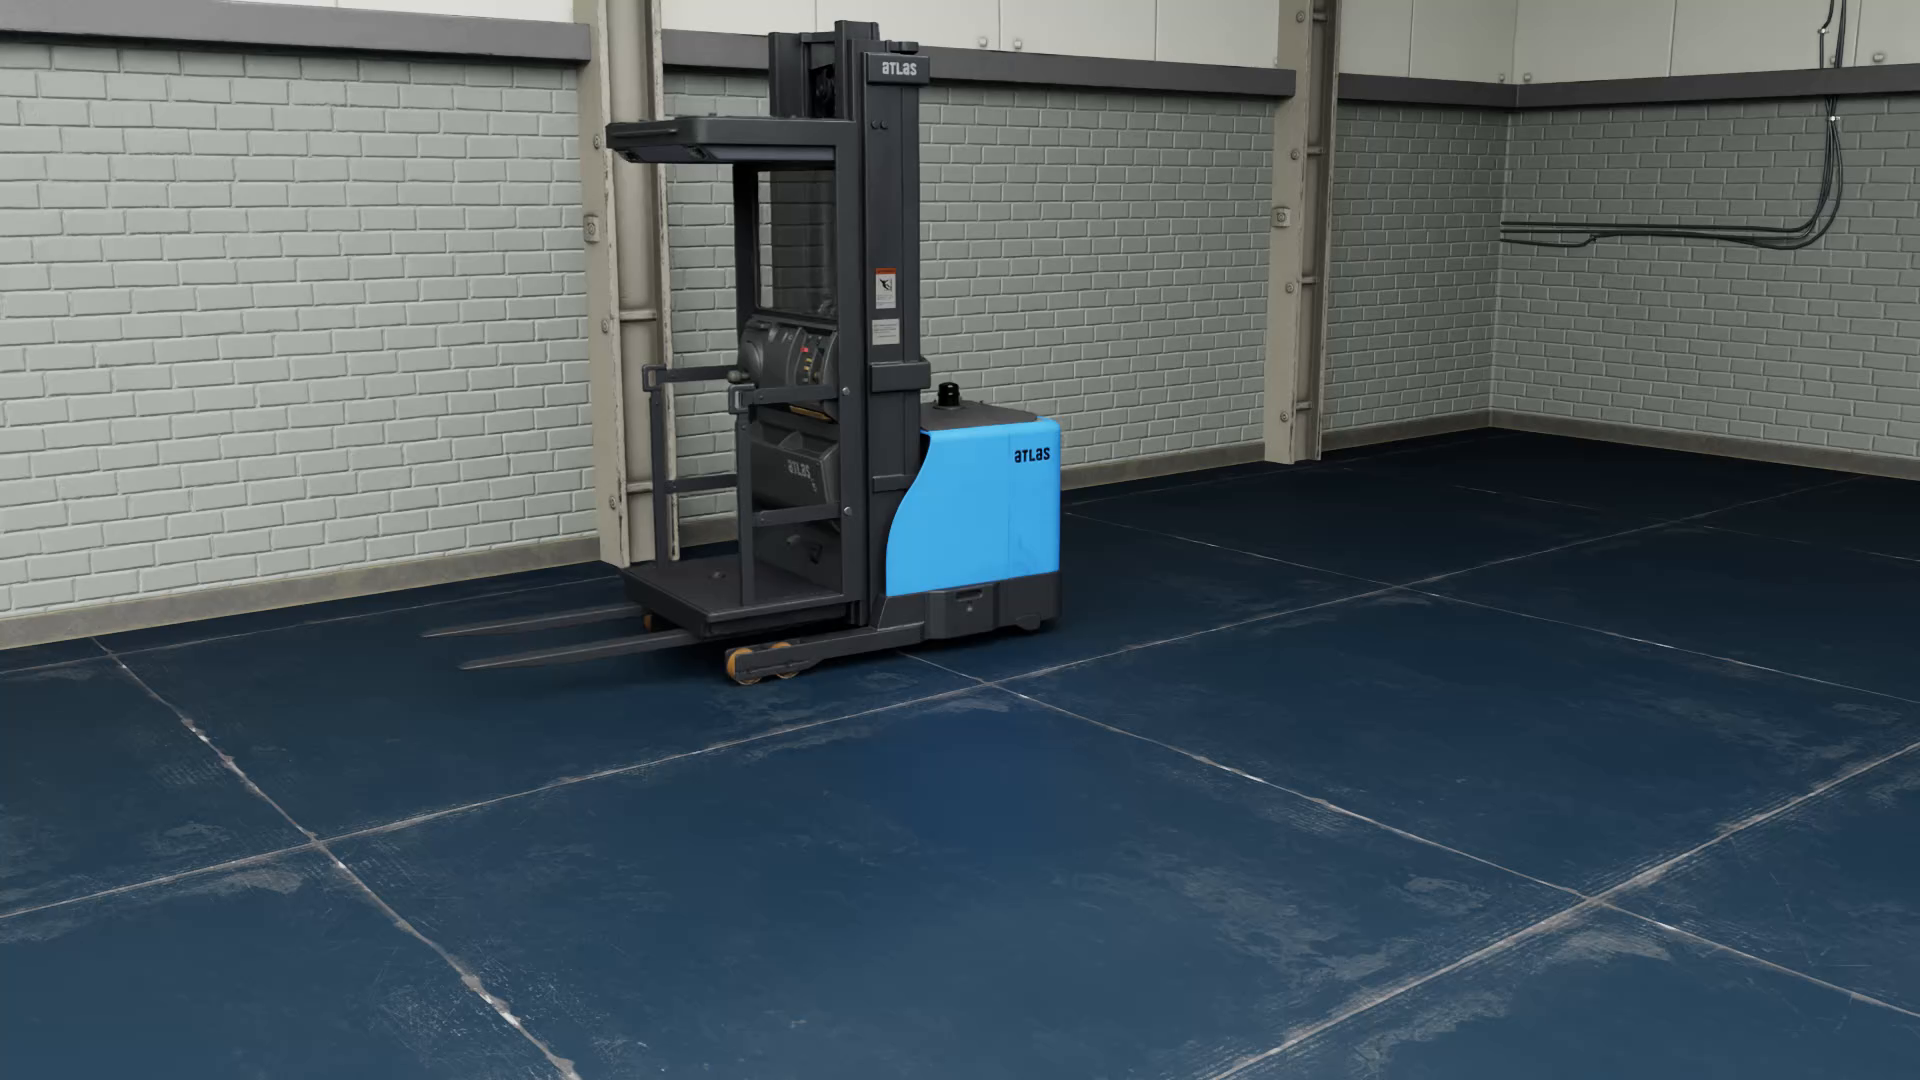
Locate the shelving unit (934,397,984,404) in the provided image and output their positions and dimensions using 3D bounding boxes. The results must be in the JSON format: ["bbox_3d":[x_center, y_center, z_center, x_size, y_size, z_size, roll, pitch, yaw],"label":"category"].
[{"bbox_3d":[-0.006,-0.439,10.530,0.210,0.900,0.258,-9,15,-38],"label":"shelving unit"}]

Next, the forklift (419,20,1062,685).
[{"bbox_3d":[-1.001,-0.900,7.810,3.031,2.935,1.130,-8,14,-32],"label":"forklift"}]

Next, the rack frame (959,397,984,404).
[{"bbox_3d":[0.073,-0.452,10.592,0.006,0.900,0.240,-9,15,-38],"label":"rack frame"}]

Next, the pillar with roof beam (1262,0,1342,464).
[{"bbox_3d":[5.430,-4.368,9.534,0.400,9.000,9.100,-9,15,-38],"label":"pillar with roof beam"}]

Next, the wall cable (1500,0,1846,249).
[{"bbox_3d":[5.867,-3.715,13.935,0.112,2.526,3.097,-9,15,-38],"label":"wall cable"}]

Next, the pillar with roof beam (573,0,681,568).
[{"bbox_3d":[0.745,-3.589,5.867,0.400,9.000,9.100,-9,15,-38],"label":"pillar with roof beam"}]

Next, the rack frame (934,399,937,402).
[{"bbox_3d":[-0.086,-0.426,10.468,0.006,0.900,0.240,-9,15,-38],"label":"rack frame"}]
